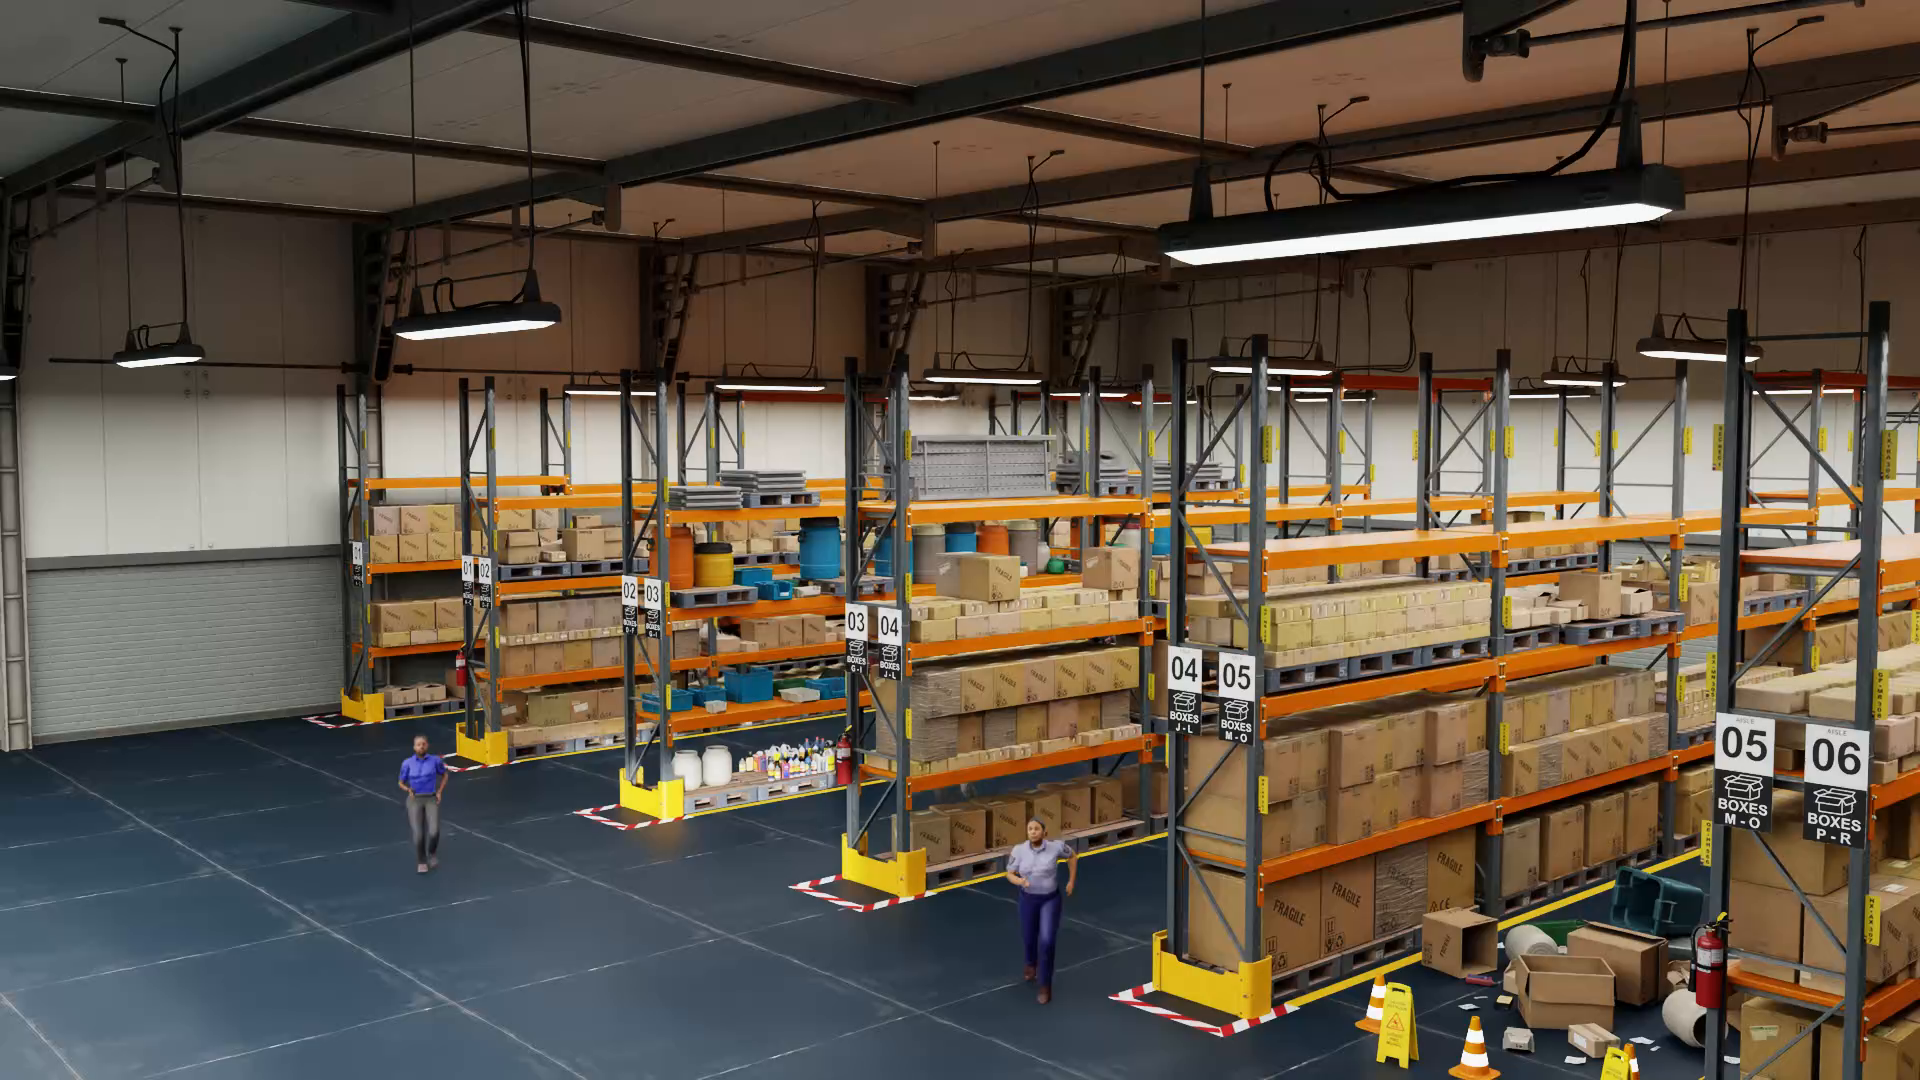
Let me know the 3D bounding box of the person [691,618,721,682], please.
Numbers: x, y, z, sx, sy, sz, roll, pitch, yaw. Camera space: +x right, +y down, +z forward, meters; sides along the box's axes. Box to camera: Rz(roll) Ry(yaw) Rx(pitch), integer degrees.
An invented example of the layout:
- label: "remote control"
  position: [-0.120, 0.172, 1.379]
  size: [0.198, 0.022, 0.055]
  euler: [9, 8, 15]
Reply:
- label: "person"
  position: [-4.814, 2.214, 31.090]
  size: [0.713, 1.767, 1.001]
  euler: [3, 5, 39]

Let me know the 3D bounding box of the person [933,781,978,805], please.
- label: "person"
  position: [0.006, 2.866, 21.737]
  size: [0.640, 1.798, 0.783]
  euler: [4, 5, 44]

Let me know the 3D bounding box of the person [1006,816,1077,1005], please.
- label: "person"
  position: [0.742, 3.352, 15.245]
  size: [0.611, 1.688, 0.871]
  euler: [1, 4, 12]

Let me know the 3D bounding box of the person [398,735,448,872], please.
- label: "person"
  position: [-6.249, 3.123, 19.350]
  size: [0.541, 1.526, 0.553]
  euler: [-1, 4, -20]
